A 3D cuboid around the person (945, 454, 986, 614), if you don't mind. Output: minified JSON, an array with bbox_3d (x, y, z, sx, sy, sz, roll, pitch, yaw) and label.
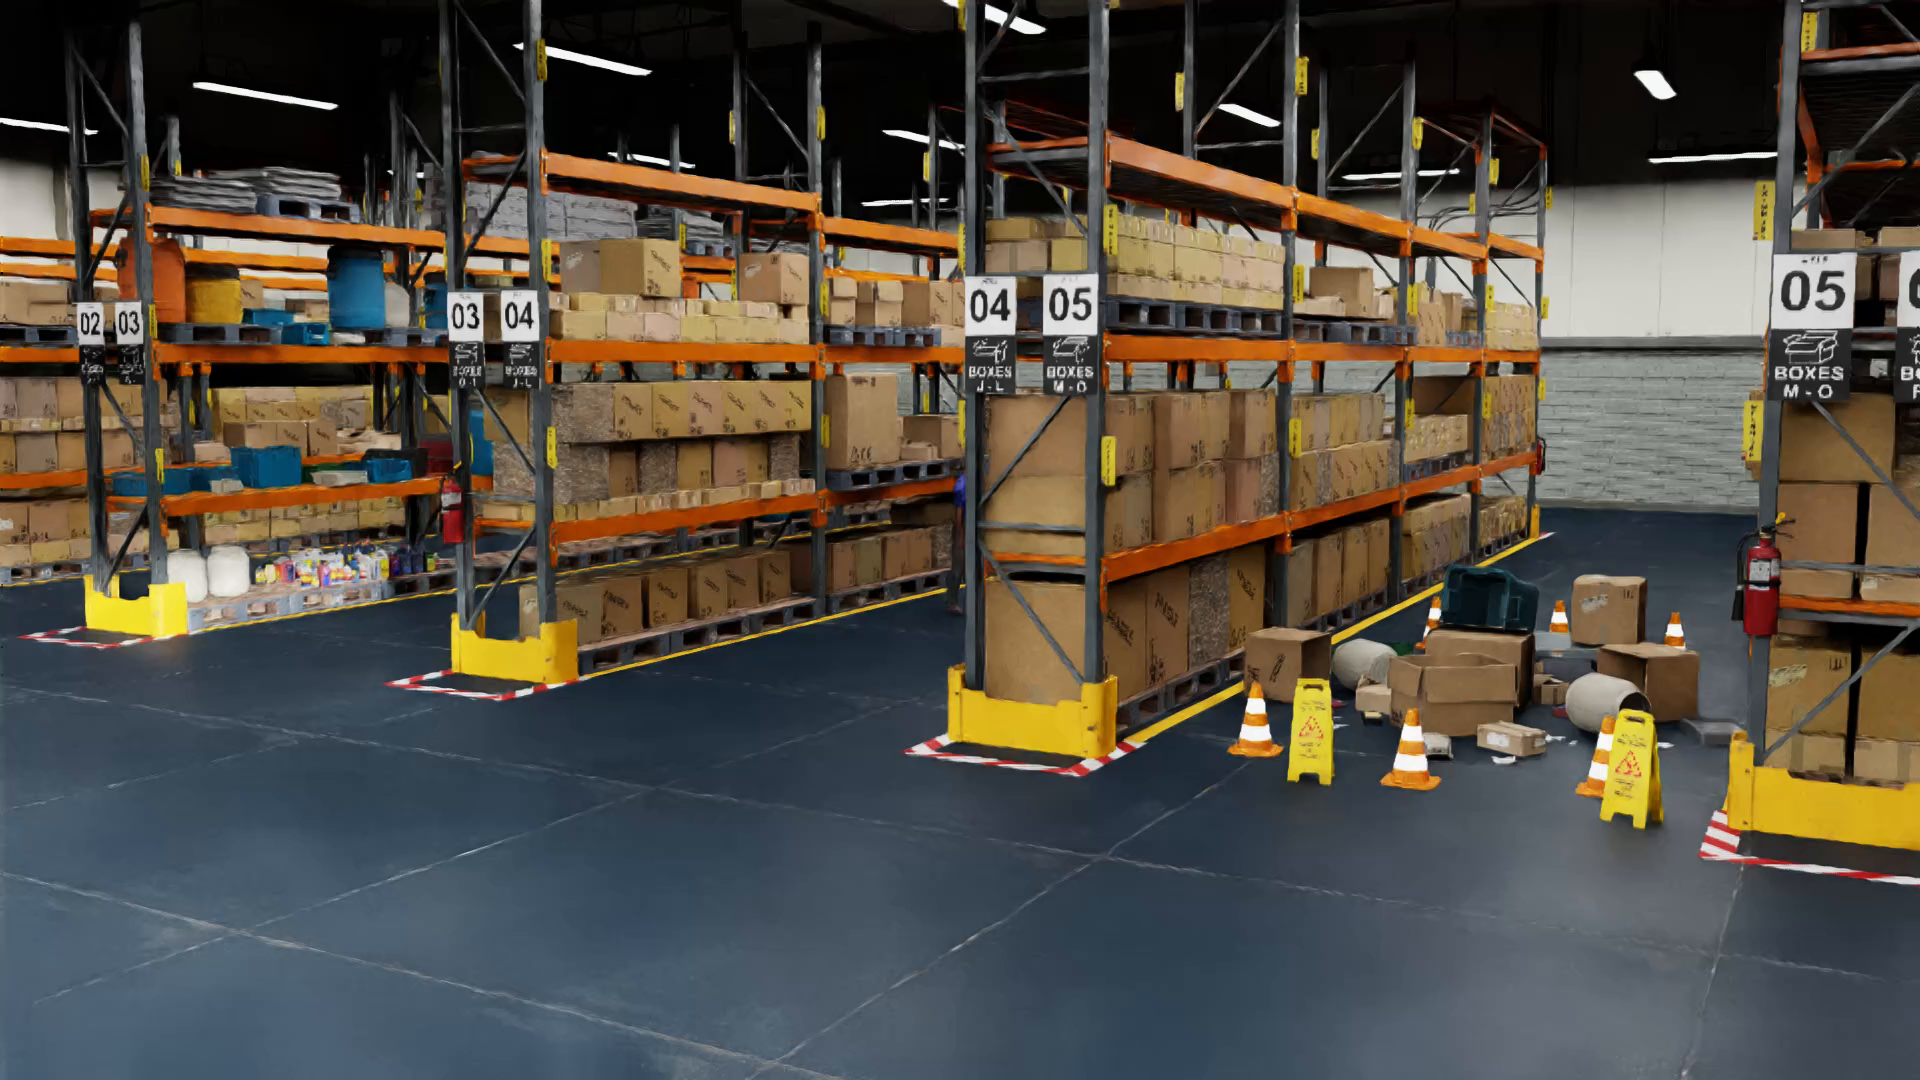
[{"bbox_3d":[0.093,-0.079,17.475,0.427,1.664,0.601,2,7,22],"label":"person"}]
